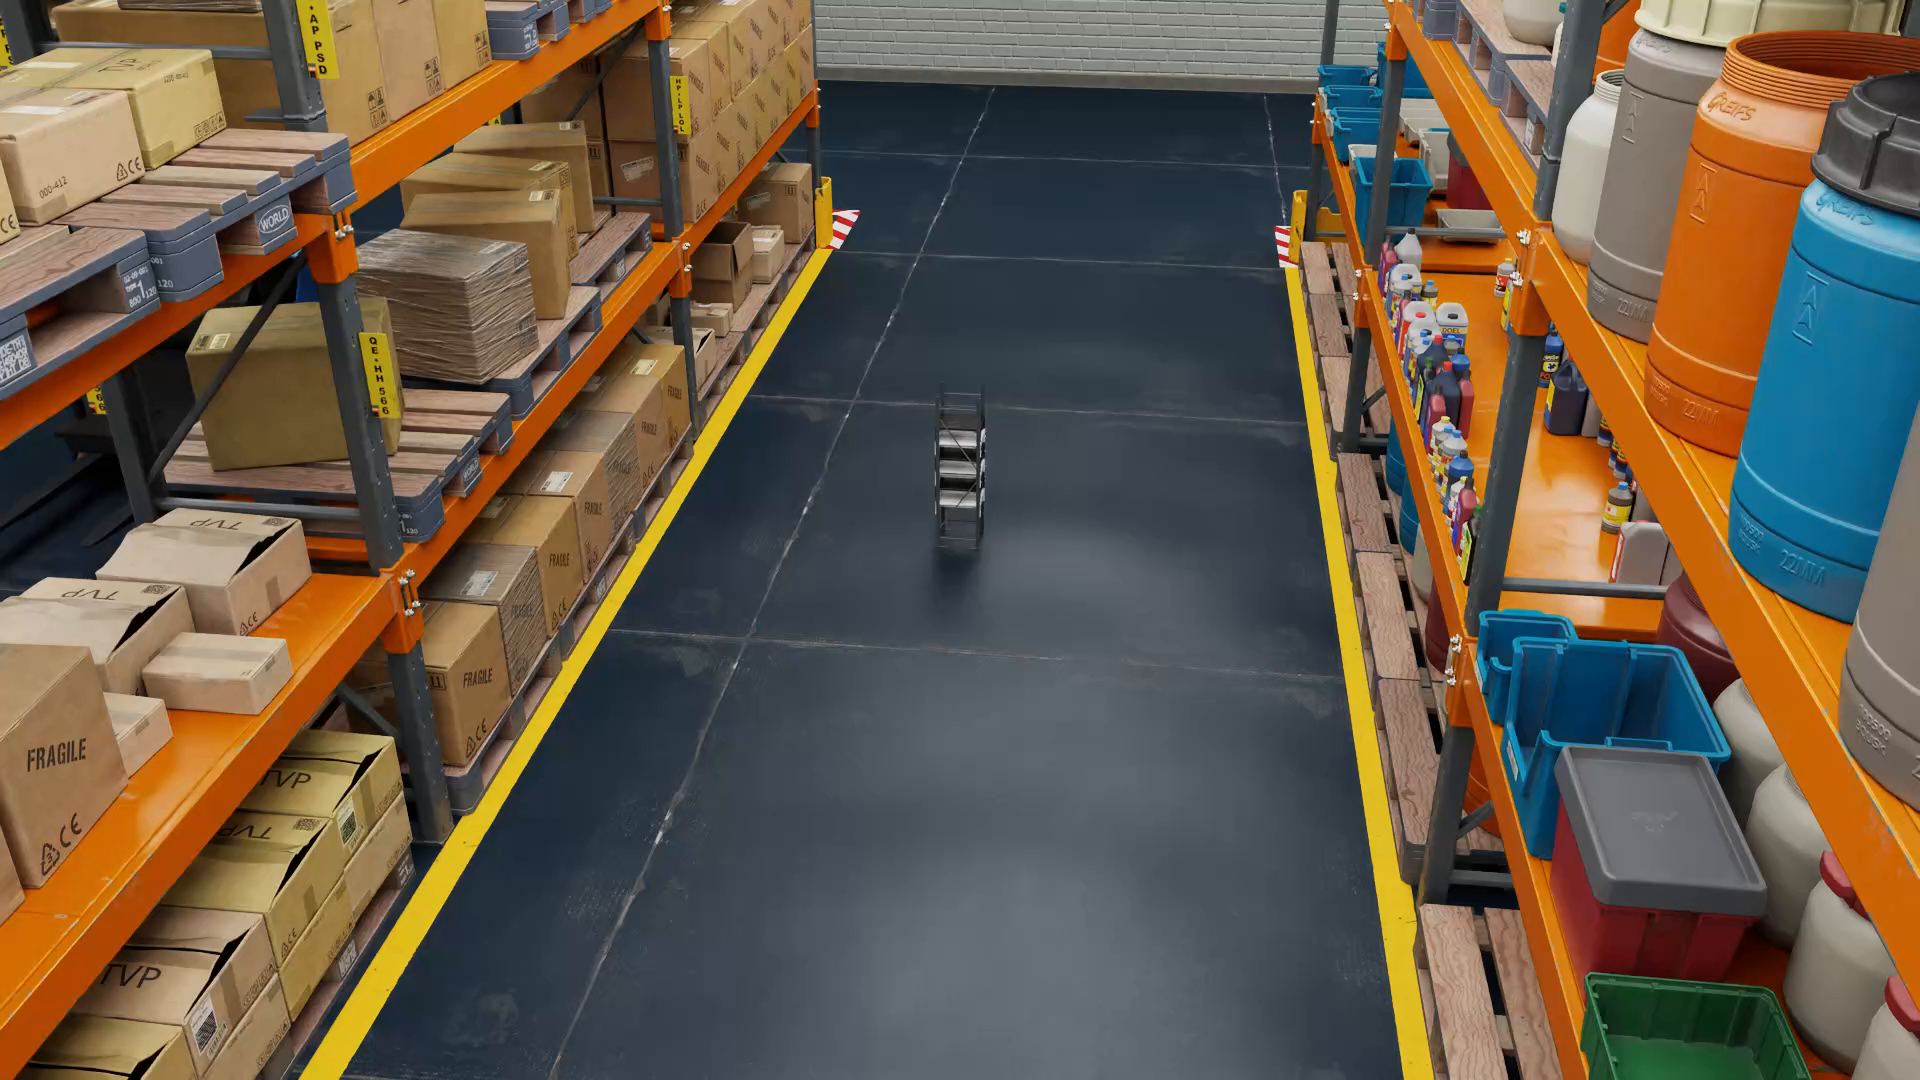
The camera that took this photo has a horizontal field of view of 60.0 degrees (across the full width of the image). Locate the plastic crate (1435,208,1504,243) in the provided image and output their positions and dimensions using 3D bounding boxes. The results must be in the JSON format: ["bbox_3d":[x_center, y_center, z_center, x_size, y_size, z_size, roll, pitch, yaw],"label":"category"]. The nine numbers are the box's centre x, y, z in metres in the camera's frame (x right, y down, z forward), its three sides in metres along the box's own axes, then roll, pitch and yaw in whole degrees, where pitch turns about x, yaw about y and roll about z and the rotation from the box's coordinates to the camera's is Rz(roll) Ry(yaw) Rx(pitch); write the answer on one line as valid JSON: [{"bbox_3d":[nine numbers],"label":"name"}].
[{"bbox_3d":[2.975,-1.822,9.684,0.396,0.136,0.243,3,28,6],"label":"plastic crate"}]

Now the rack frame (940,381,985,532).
[{"bbox_3d":[0.013,-0.448,9.132,0.240,0.900,0.006,3,28,6],"label":"rack frame"}]

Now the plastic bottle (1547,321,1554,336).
[{"bbox_3d":[2.800,-0.966,8.016,0.097,0.271,0.097,0,28,0],"label":"plastic bottle"}]

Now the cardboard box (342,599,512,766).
[{"bbox_3d":[-2.290,0.602,7.142,0.500,0.500,0.500,5,29,8],"label":"cardboard box"}]

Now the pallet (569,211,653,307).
[{"bbox_3d":[-2.345,-1.536,9.141,1.003,0.211,1.213,3,28,6],"label":"pallet"}]

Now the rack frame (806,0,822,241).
[{"bbox_3d":[-1.649,-3.873,13.277,1.000,3.000,0.127,3,28,6],"label":"rack frame"}]

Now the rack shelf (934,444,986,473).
[{"bbox_3d":[0.001,-0.450,9.017,0.258,0.077,0.200,3,28,6],"label":"rack shelf"}]

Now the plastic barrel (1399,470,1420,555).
[{"bbox_3d":[2.606,-0.374,8.550,0.600,0.901,0.708,3,28,6],"label":"plastic barrel"}]

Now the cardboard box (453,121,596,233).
[{"bbox_3d":[-2.419,-2.009,9.269,0.700,0.500,0.500,-6,29,-11],"label":"cardboard box"}]

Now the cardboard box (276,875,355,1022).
[{"bbox_3d":[-2.511,1.423,5.903,0.500,0.250,0.500,3,28,6],"label":"cardboard box"}]

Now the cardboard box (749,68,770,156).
[{"bbox_3d":[-1.622,-2.975,11.503,0.500,0.500,0.500,3,28,5],"label":"cardboard box"}]

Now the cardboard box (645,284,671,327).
[{"bbox_3d":[-2.259,-1.638,11.499,0.500,0.311,0.500,3,28,6],"label":"cardboard box"}]

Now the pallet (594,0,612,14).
[{"bbox_3d":[-2.289,-2.925,8.553,1.213,0.211,1.003,3,28,6],"label":"pallet"}]

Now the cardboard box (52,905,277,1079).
[{"bbox_3d":[-2.571,1.414,5.327,0.500,0.311,0.500,3,28,6],"label":"cardboard box"}]

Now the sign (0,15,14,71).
[{"bbox_3d":[-3.167,-1.688,5.513,0.100,0.325,0.005,3,28,6],"label":"sign"}]

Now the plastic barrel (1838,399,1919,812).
[{"bbox_3d":[1.723,-0.036,2.463,0.600,0.901,0.600,0,28,0],"label":"plastic barrel"}]

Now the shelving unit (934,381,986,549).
[{"bbox_3d":[0.001,-0.400,9.044,0.258,0.900,0.210,3,28,6],"label":"shelving unit"}]

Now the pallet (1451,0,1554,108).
[{"bbox_3d":[2.642,-2.030,6.891,1.003,0.211,1.213,3,28,6],"label":"pallet"}]

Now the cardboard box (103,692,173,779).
[{"bbox_3d":[-2.729,0.607,5.226,0.380,0.149,0.250,5,29,10],"label":"cardboard box"}]

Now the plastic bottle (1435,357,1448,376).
[{"bbox_3d":[2.152,-0.666,7.447,0.061,0.283,0.133,3,28,6],"label":"plastic bottle"}]

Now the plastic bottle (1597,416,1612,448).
[{"bbox_3d":[2.843,-0.543,7.231,0.097,0.271,0.097,0,28,0],"label":"plastic bottle"}]

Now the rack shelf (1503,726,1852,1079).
[{"bbox_3d":[2.041,1.323,4.109,0.919,0.052,3.809,3,28,6],"label":"rack shelf"}]

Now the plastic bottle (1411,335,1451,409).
[{"bbox_3d":[2.153,-0.772,7.572,0.144,0.351,0.185,3,28,6],"label":"plastic bottle"}]

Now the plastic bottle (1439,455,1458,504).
[{"bbox_3d":[2.009,-0.245,6.752,0.097,0.201,0.097,0,28,0],"label":"plastic bottle"}]

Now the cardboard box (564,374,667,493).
[{"bbox_3d":[-1.984,-0.603,9.377,0.500,0.500,0.500,3,29,6],"label":"cardboard box"}]

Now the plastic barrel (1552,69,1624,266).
[{"bbox_3d":[1.944,-1.059,4.773,0.421,0.512,0.421,0,28,0],"label":"plastic barrel"}]

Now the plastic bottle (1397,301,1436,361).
[{"bbox_3d":[2.228,-1.015,8.102,0.152,0.276,0.135,3,28,6],"label":"plastic bottle"}]

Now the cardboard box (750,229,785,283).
[{"bbox_3d":[-1.617,-2.141,12.496,0.500,0.250,0.500,3,28,6],"label":"cardboard box"}]

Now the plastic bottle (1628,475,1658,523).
[{"bbox_3d":[2.717,-0.166,6.526,0.152,0.276,0.135,3,28,6],"label":"plastic bottle"}]

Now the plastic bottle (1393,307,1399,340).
[{"bbox_3d":[2.232,-1.101,8.340,0.097,0.201,0.097,0,28,0],"label":"plastic bottle"}]

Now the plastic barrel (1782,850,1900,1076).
[{"bbox_3d":[2.274,1.018,4.054,0.433,0.535,0.433,0,28,0],"label":"plastic barrel"}]

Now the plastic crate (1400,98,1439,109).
[{"bbox_3d":[3.346,-3.100,12.056,0.396,0.136,0.243,3,28,6],"label":"plastic crate"}]

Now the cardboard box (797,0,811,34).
[{"bbox_3d":[-1.430,-4.132,12.598,0.500,0.500,0.500,3,28,6],"label":"cardboard box"}]

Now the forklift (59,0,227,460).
[{"bbox_3d":[-5.955,-1.166,8.324,3.258,2.935,6.019,4,29,7],"label":"forklift"}]

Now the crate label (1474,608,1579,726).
[{"bbox_3d":[1.863,0.432,5.462,0.303,0.233,0.416,3,28,6],"label":"crate label"}]

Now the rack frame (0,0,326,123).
[{"bbox_3d":[-2.629,-2.749,4.864,1.000,3.000,0.127,3,28,6],"label":"rack frame"}]

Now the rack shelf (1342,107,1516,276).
[{"bbox_3d":[3.022,-2.412,11.116,0.919,0.124,3.809,3,28,6],"label":"rack shelf"}]

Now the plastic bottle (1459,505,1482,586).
[{"bbox_3d":[1.913,0.018,6.177,0.061,0.283,0.133,3,28,6],"label":"plastic bottle"}]

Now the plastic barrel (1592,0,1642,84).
[{"bbox_3d":[2.359,-1.780,5.332,0.600,0.830,0.708,3,28,6],"label":"plastic barrel"}]

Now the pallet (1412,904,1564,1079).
[{"bbox_3d":[2.153,1.772,5.738,1.003,0.211,1.213,3,28,6],"label":"pallet"}]

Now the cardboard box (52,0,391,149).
[{"bbox_3d":[-2.609,-1.679,5.937,0.910,0.500,0.500,3,28,6],"label":"cardboard box"}]

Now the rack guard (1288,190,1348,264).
[{"bbox_3d":[3.257,-2.495,13.355,1.175,0.500,0.348,3,28,6],"label":"rack guard"}]

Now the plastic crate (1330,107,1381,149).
[{"bbox_3d":[2.748,-2.820,11.434,0.416,0.233,0.300,3,28,6],"label":"plastic crate"}]

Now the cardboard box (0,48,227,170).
[{"bbox_3d":[-2.629,-1.330,5.109,0.500,0.250,0.500,1,28,2],"label":"cardboard box"}]

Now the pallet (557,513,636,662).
[{"bbox_3d":[-2.348,0.198,8.660,1.003,0.211,1.213,3,28,6],"label":"pallet"}]

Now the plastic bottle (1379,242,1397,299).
[{"bbox_3d":[2.292,-1.439,8.881,0.061,0.283,0.133,3,28,6],"label":"plastic bottle"}]
